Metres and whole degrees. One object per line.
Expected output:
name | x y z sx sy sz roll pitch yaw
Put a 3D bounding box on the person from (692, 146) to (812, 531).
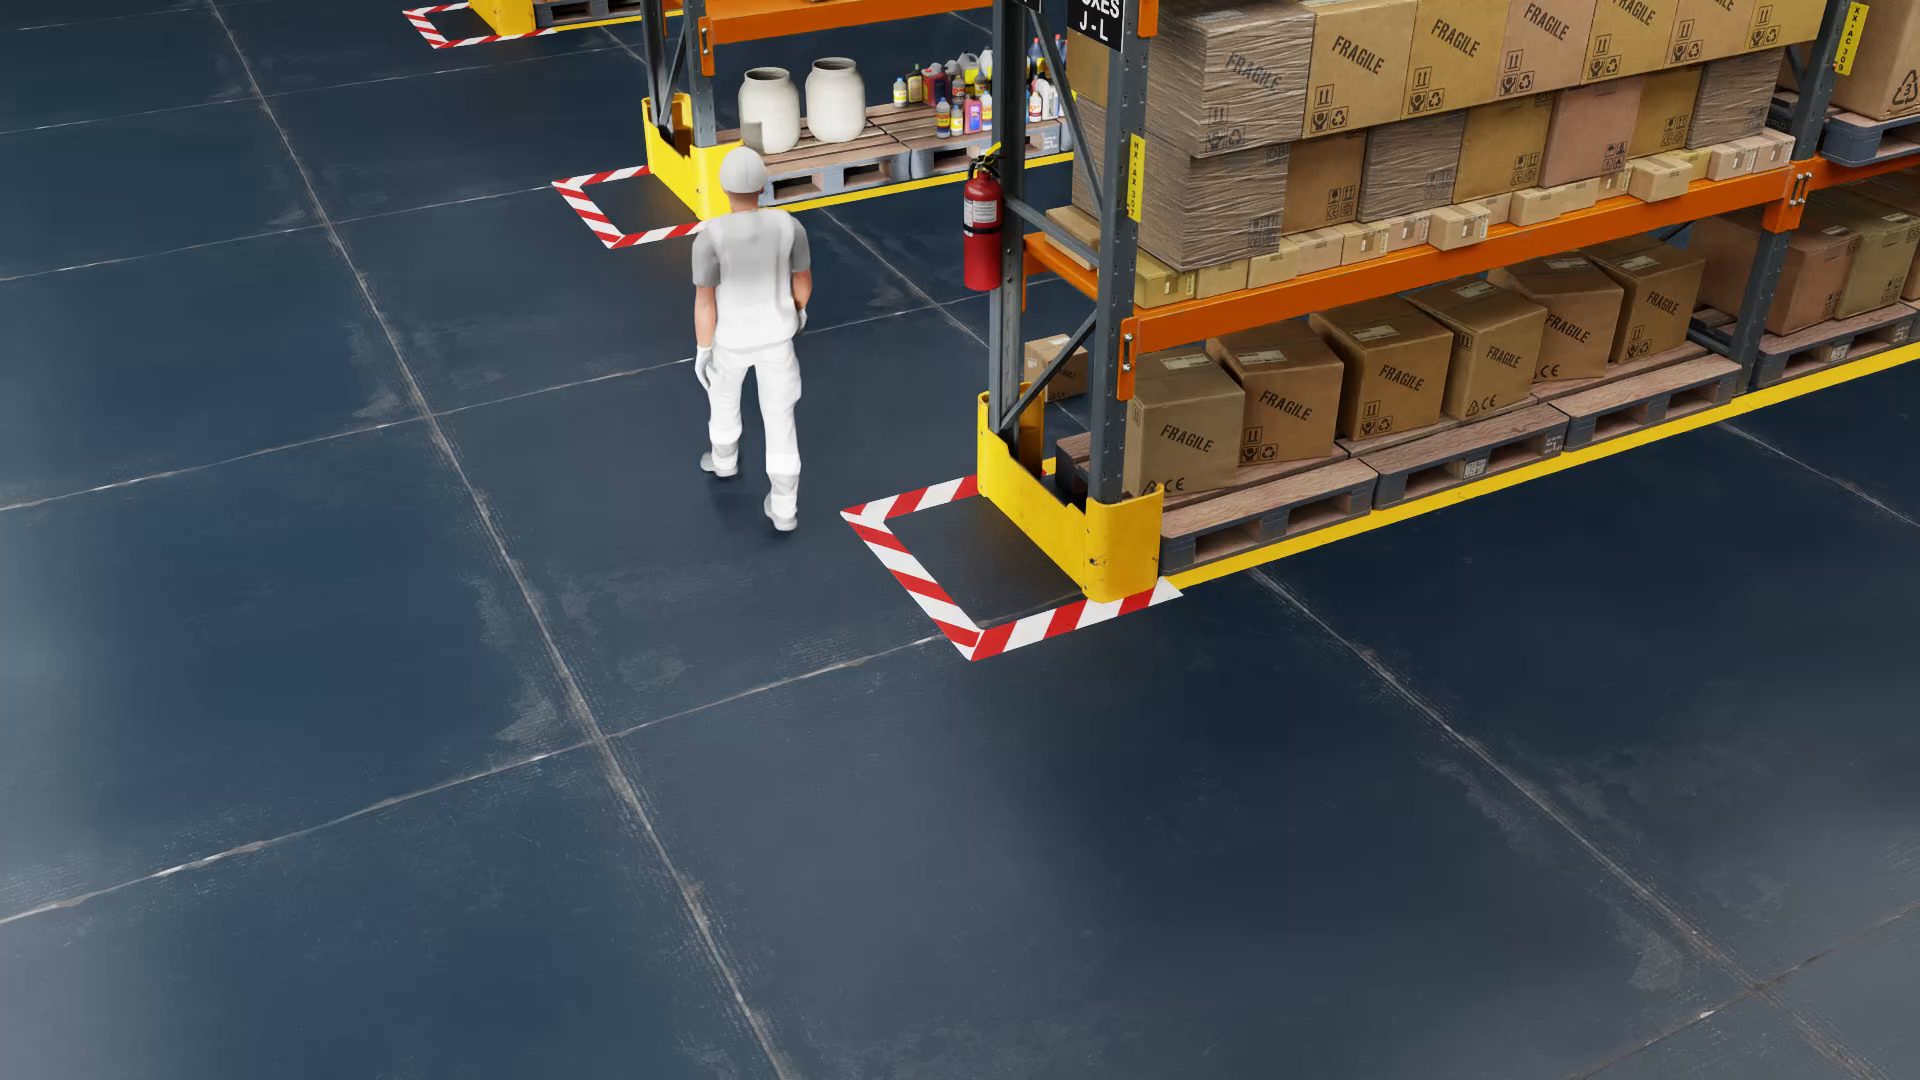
person | -0.964 -0.973 7.606 0.582 1.776 0.846 -9 34 -14
